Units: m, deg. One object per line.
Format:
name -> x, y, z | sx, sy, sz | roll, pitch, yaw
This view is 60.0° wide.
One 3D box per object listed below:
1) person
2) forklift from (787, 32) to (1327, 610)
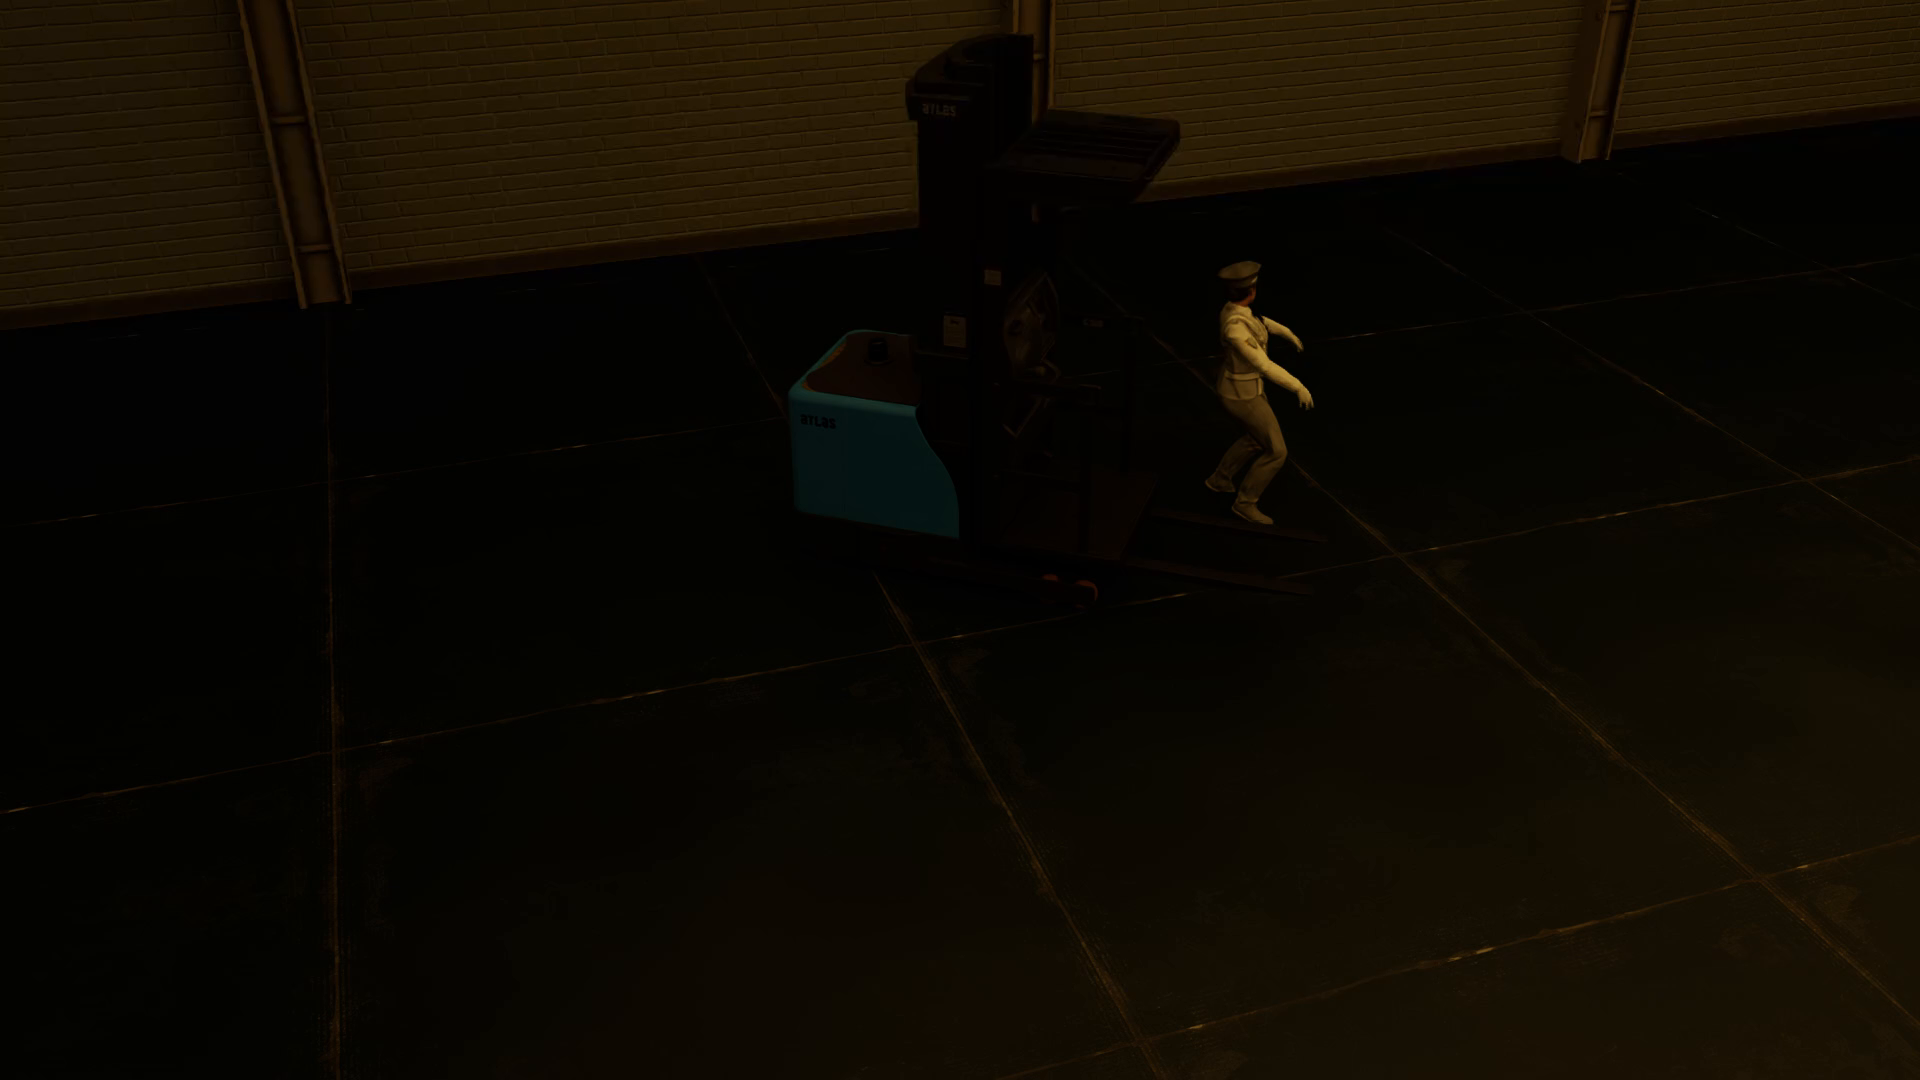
person -> 1.821, -0.912, 10.143 | 0.615, 1.614, 0.810 | 4, 30, 7
forklift -> 0.583, -1.178, 9.134 | 3.031, 2.935, 1.130 | 9, 31, 16
